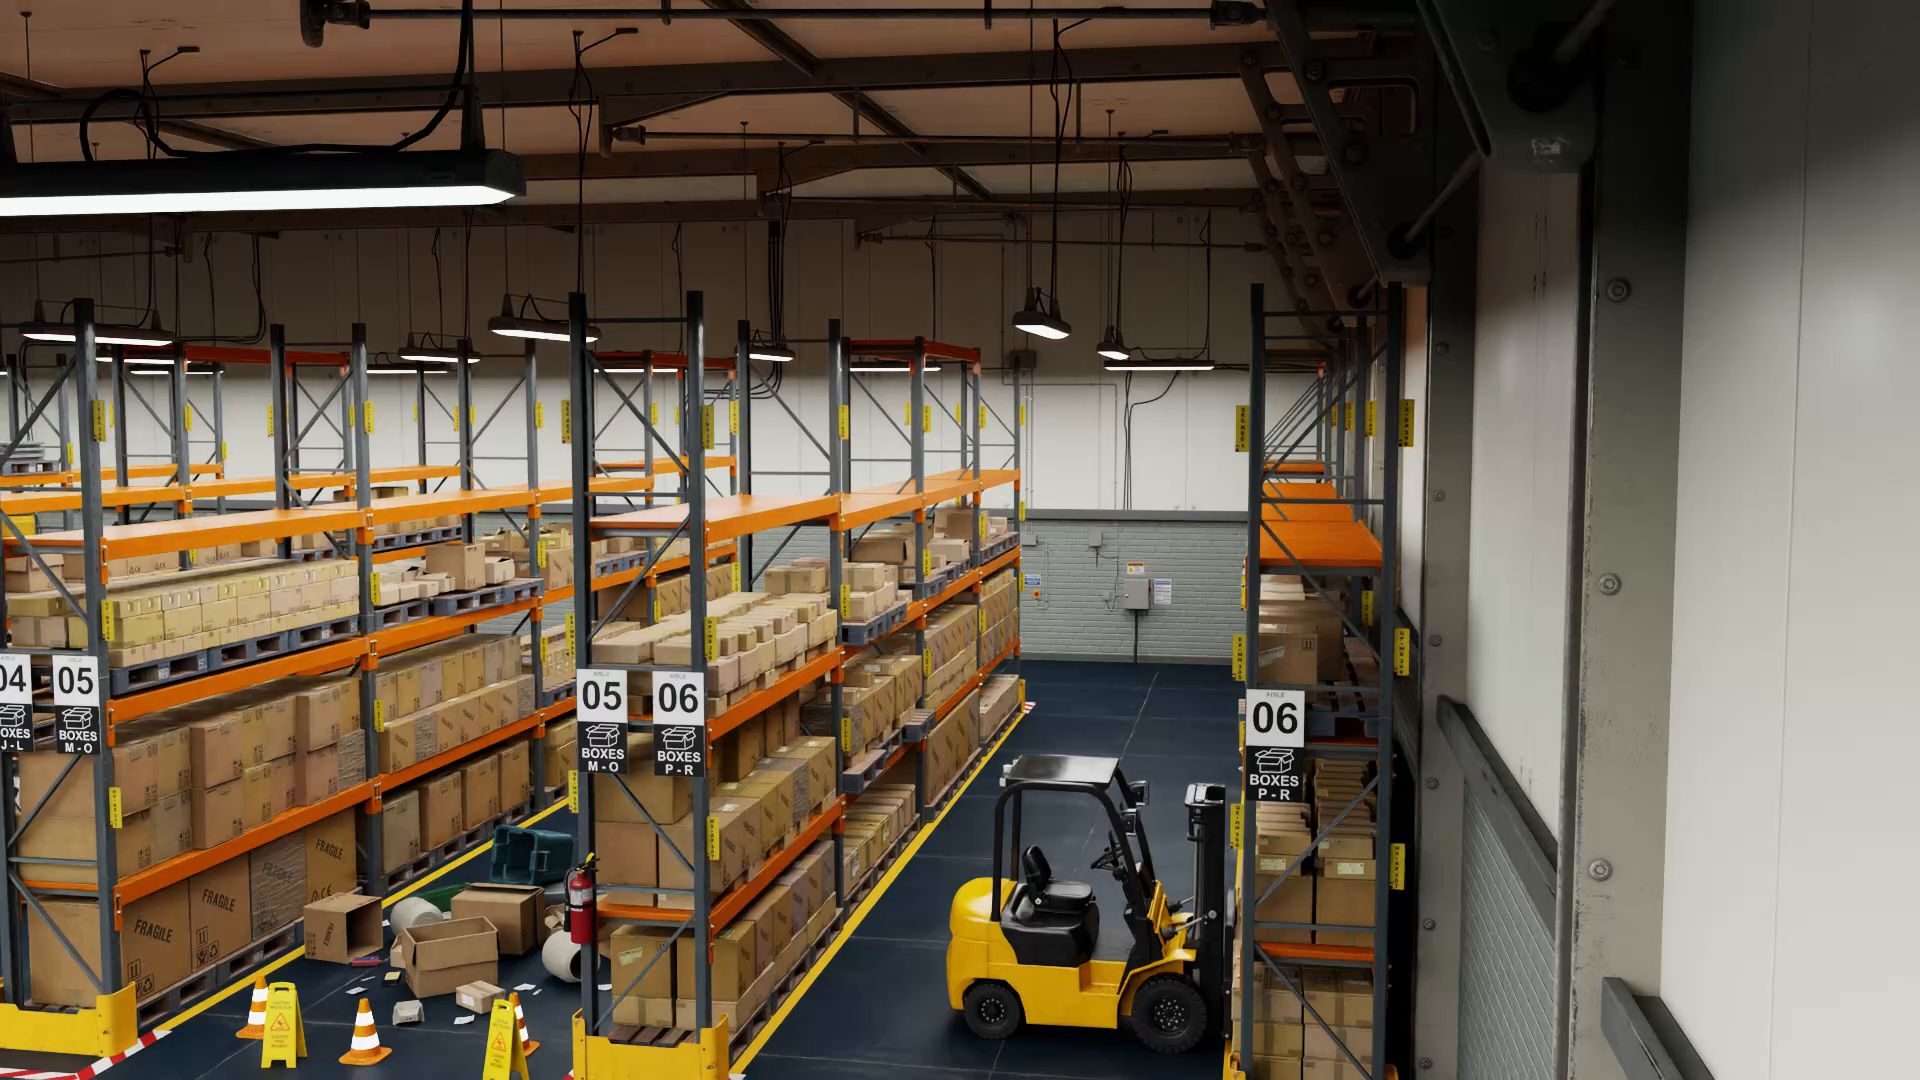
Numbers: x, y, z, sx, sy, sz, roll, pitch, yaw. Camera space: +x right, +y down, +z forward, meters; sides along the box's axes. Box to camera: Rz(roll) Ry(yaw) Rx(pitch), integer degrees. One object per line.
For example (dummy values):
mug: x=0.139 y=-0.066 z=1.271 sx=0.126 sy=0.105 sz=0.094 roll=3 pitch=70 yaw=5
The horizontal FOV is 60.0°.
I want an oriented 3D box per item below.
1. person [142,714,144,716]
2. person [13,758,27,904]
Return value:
person: x=-9.670 y=2.775 z=19.836 sx=0.434 sy=1.546 sz=0.967 roll=0 pitch=5 yaw=-4
person: x=-9.647 y=2.982 z=16.823 sx=0.482 sy=1.610 sz=1.019 roll=-2 pitch=5 yaw=-24
